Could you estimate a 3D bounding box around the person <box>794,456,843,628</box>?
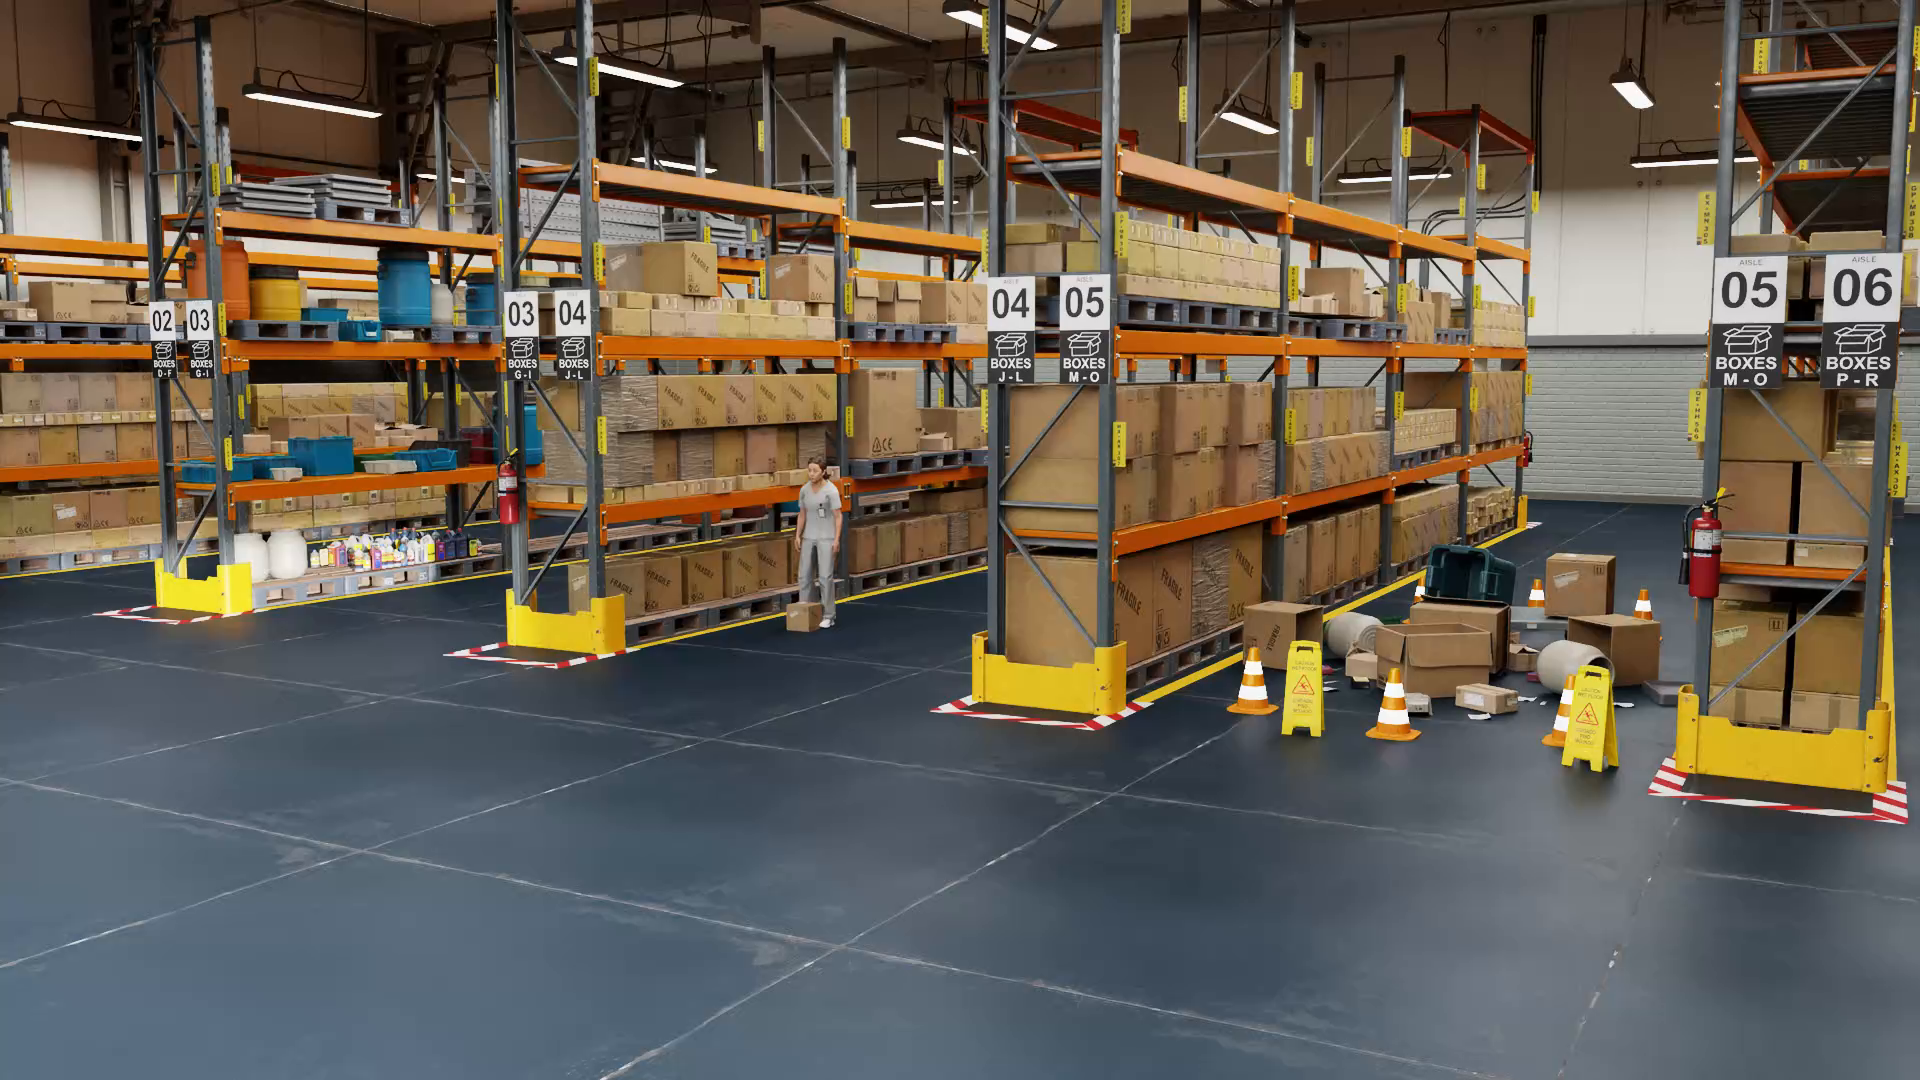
[{"bbox_3d":[-1.389,0.011,16.226,0.514,1.673,0.358,3,7,26],"label":"person"}]
